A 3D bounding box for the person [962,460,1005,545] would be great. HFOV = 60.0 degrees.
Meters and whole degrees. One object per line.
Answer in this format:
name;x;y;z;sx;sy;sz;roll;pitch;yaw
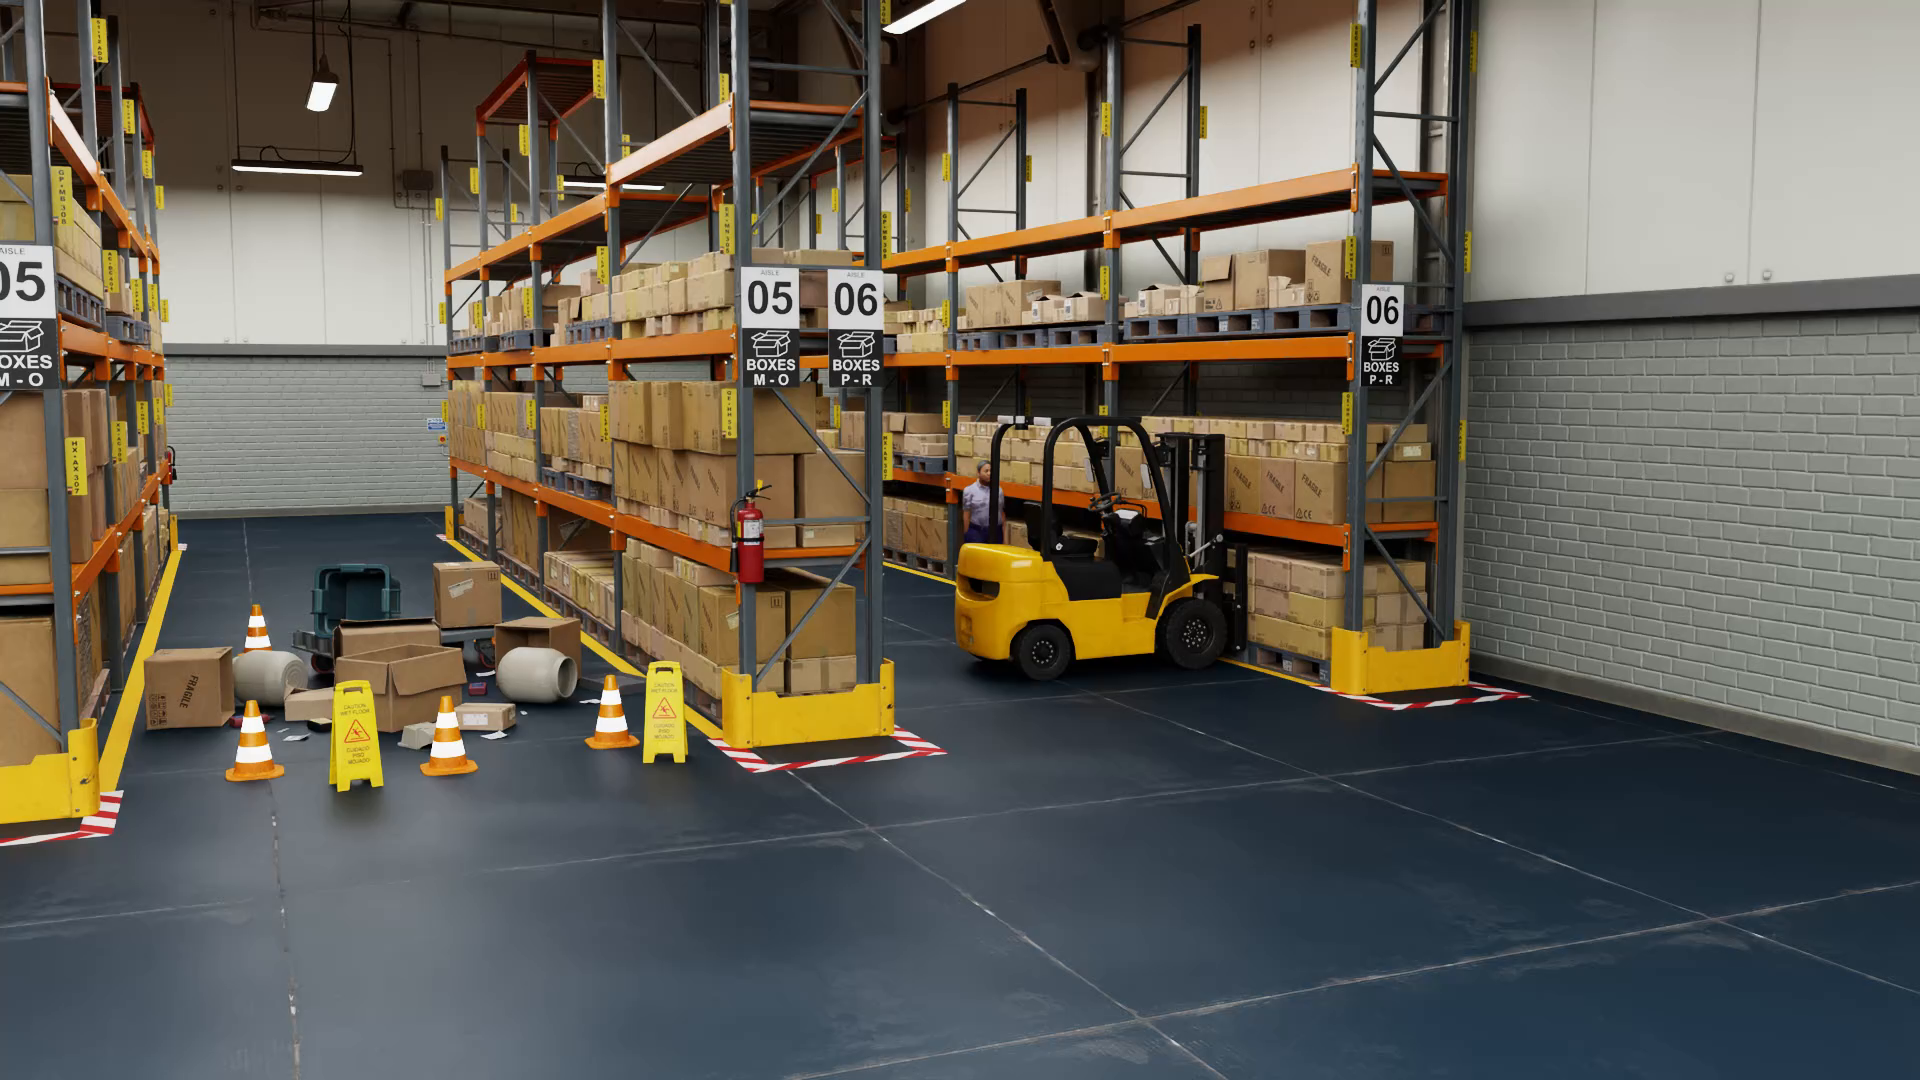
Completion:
person;0.264;-0.001;17.187;0.466;1.649;0.344;-2;6;-22
